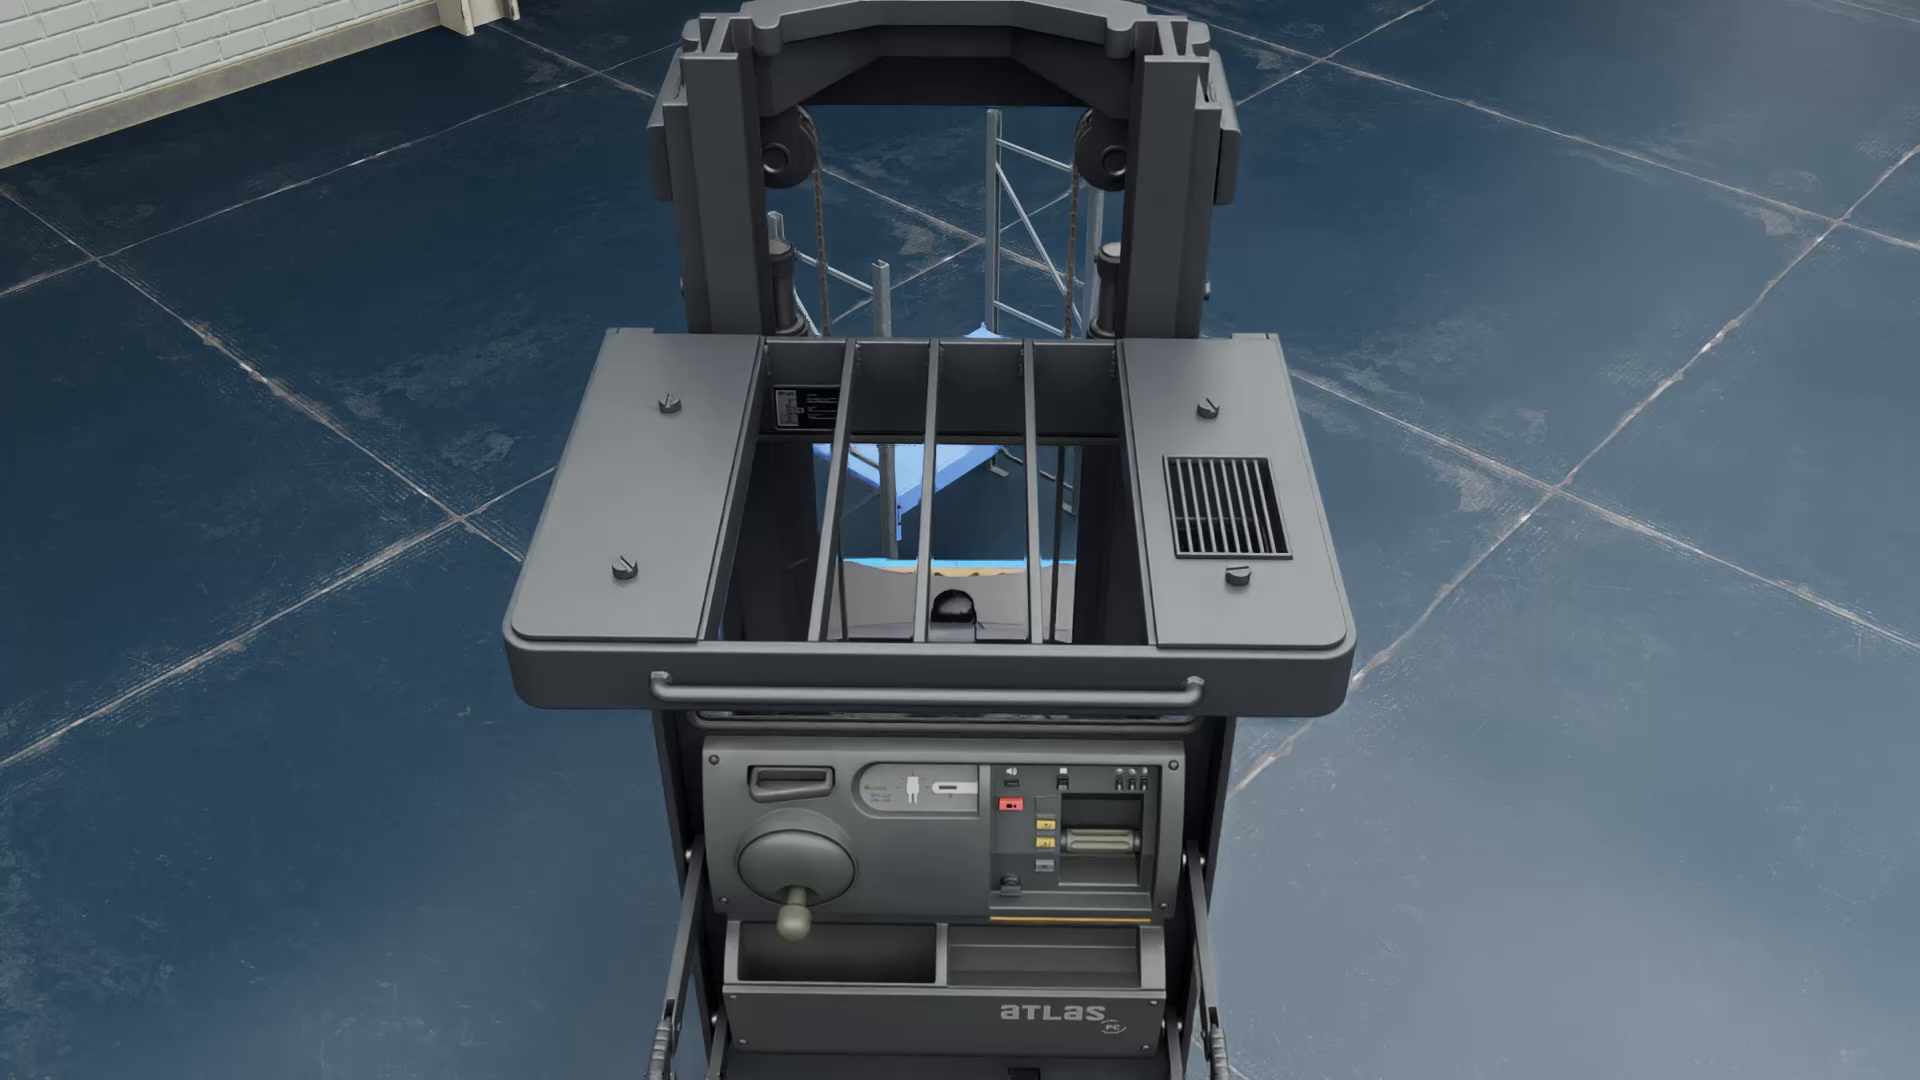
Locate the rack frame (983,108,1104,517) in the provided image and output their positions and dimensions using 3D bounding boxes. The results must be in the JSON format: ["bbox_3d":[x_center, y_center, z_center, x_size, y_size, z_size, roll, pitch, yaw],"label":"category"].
[{"bbox_3d":[0.285,-0.781,6.028,0.500,1.500,0.032,30,47,32],"label":"rack frame"}]

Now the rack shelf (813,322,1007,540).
[{"bbox_3d":[-0.058,-0.407,5.846,0.538,0.185,1.000,30,47,32],"label":"rack shelf"}]

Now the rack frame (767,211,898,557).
[{"bbox_3d":[-0.400,-0.314,5.440,0.500,1.500,0.032,30,47,32],"label":"rack frame"}]

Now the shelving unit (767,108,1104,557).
[{"bbox_3d":[-0.058,-0.548,5.734,0.538,1.500,1.048,30,47,32],"label":"shelving unit"}]

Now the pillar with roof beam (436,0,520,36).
[{"bbox_3d":[0.204,-4.931,5.221,9.100,9.000,0.400,30,47,32],"label":"pillar with roof beam"}]

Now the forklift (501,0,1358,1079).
[{"bbox_3d":[-0.034,0.656,3.070,1.130,2.935,3.031,1,38,1],"label":"forklift"}]
